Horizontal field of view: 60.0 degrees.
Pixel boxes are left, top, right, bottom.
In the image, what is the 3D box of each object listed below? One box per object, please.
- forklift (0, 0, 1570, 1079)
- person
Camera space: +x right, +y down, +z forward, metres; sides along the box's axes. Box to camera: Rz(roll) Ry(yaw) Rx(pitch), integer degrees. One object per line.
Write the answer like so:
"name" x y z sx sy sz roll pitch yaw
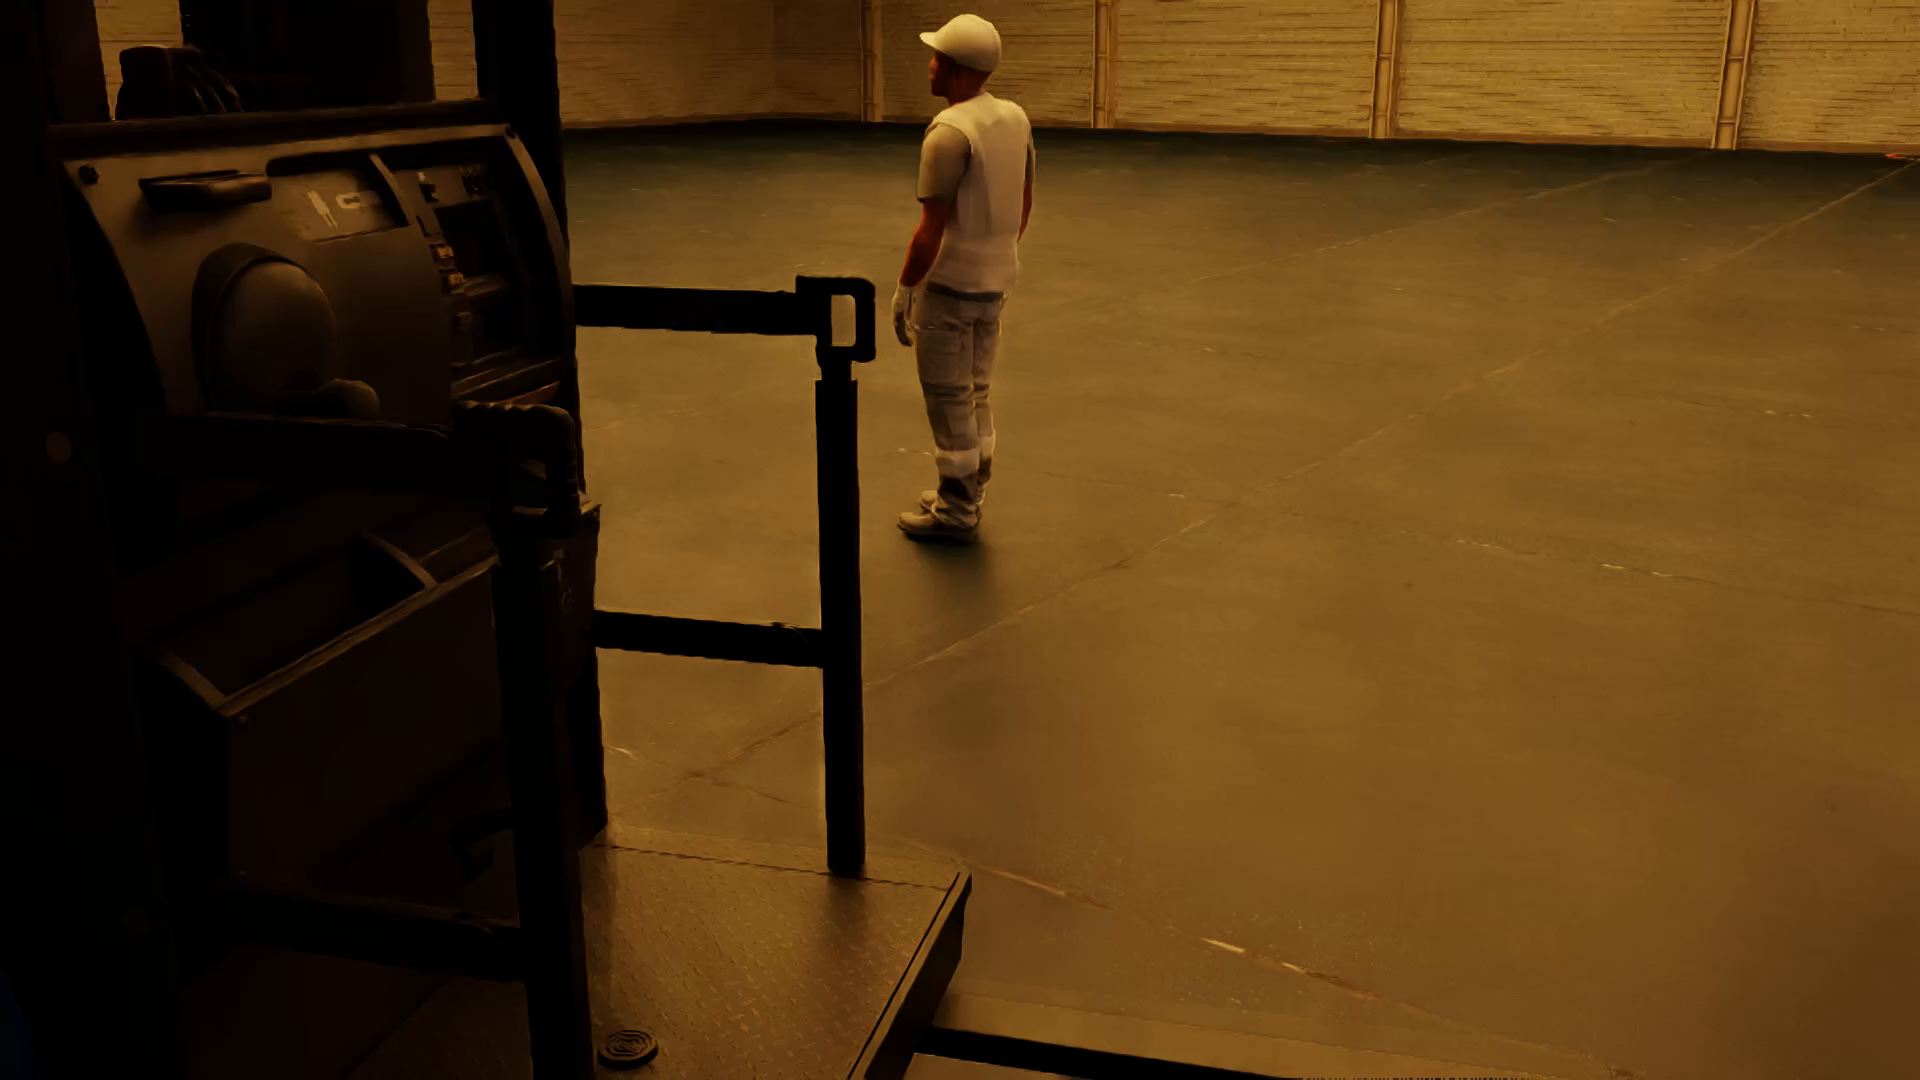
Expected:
"forklift" -0.574 -0.387 2.126 3.031 2.935 1.130 4 17 14
"person" -0.060 -0.880 5.742 0.563 1.787 0.637 11 20 33
